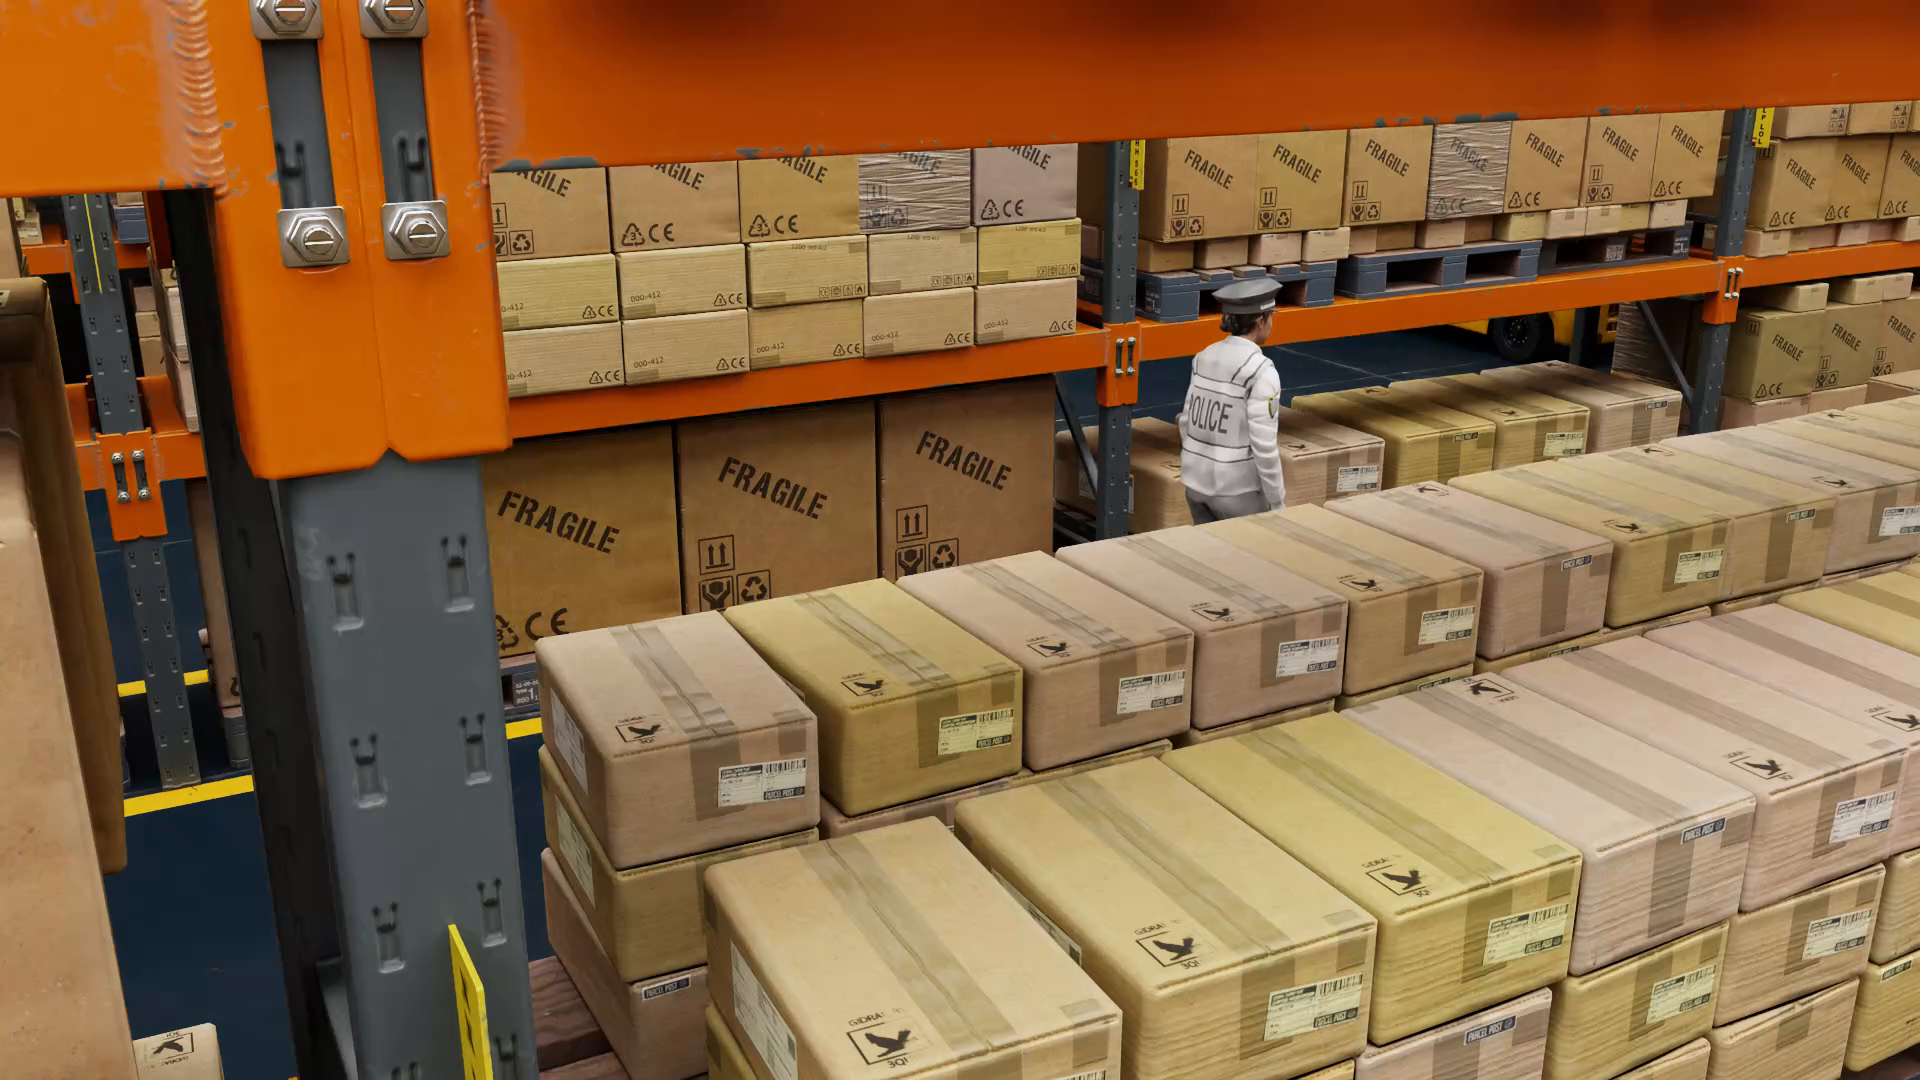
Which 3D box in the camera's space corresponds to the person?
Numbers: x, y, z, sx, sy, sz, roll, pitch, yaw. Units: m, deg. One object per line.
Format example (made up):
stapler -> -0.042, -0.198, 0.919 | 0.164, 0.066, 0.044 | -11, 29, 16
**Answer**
person -> 1.084, -0.197, 6.635 | 0.369, 1.667, 0.547 | -11, 21, -29
